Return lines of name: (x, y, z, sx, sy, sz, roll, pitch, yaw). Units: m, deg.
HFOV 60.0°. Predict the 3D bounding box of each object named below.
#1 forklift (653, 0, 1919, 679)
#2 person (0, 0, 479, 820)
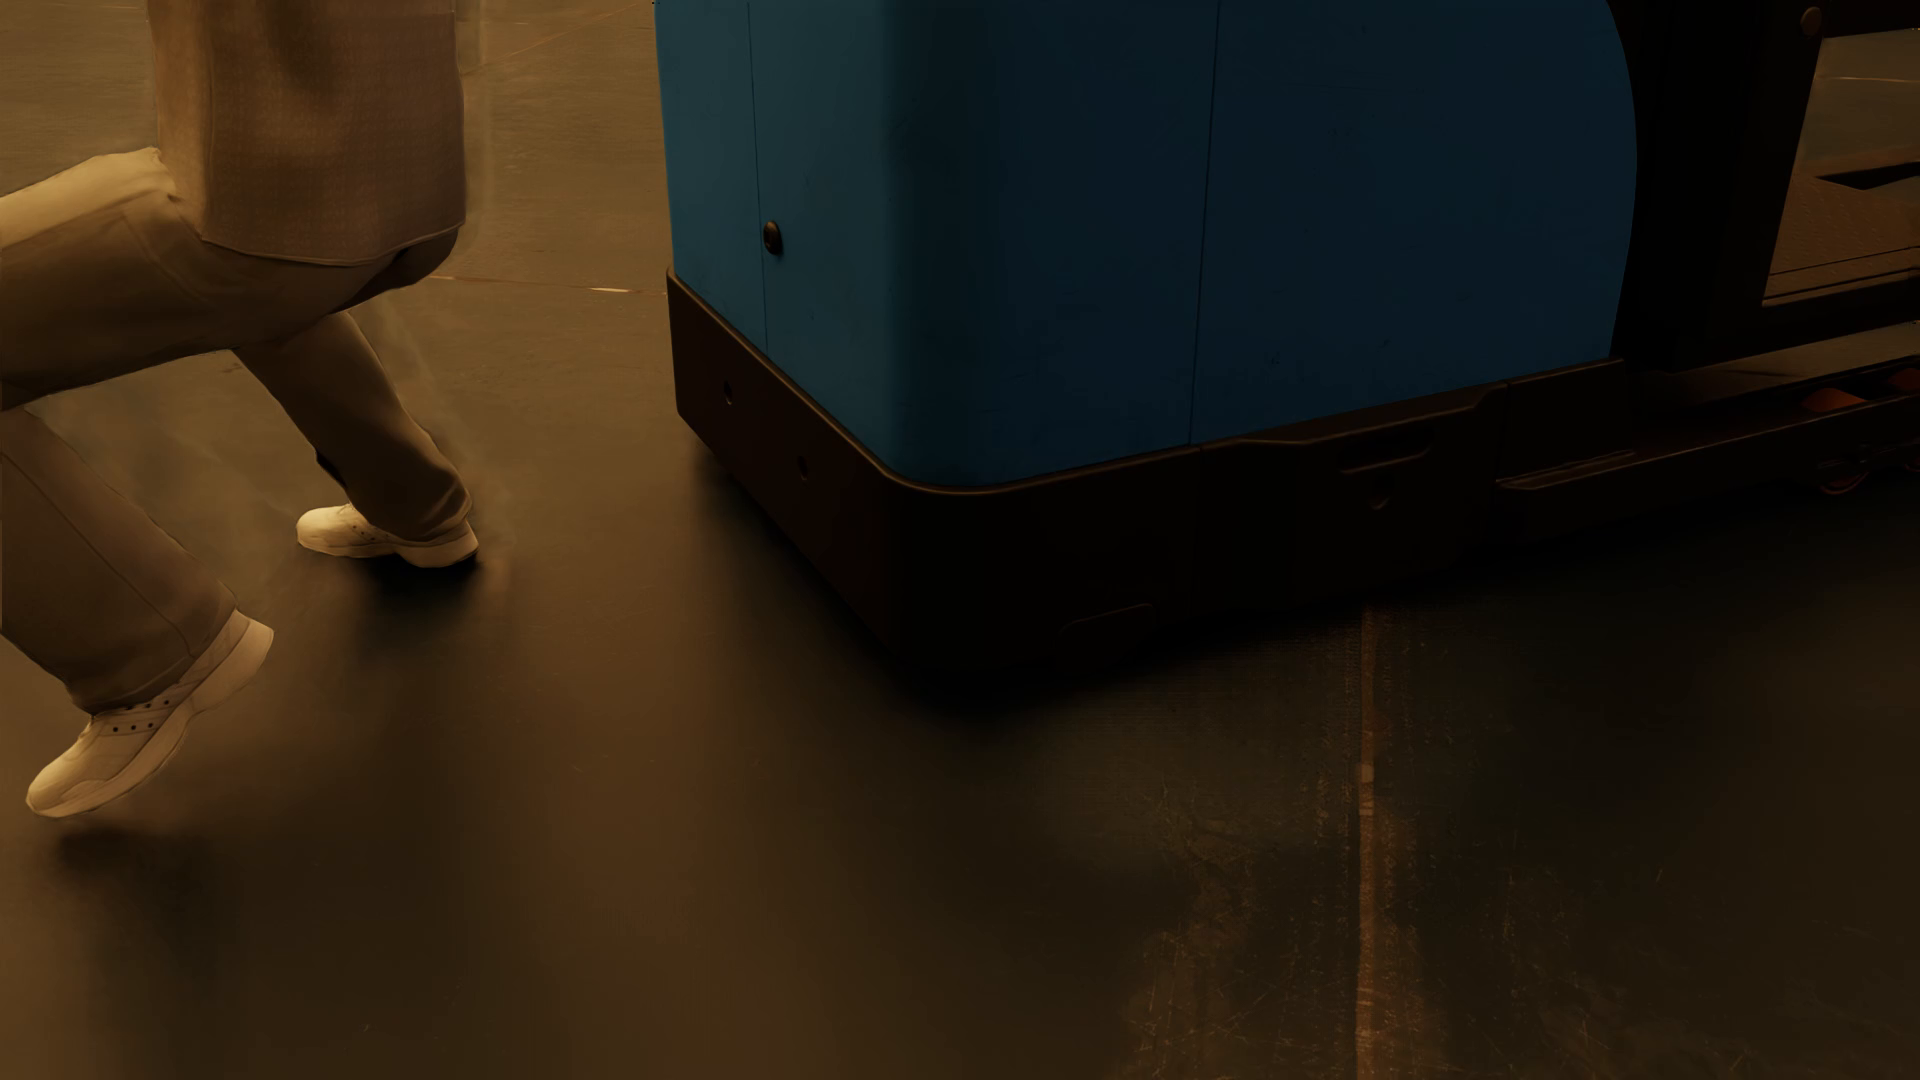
forklift: (1.083, -1.580, 2.378, 3.031, 2.935, 1.130, -12, 29, -23)
person: (-0.861, -0.448, 1.802, 0.690, 1.454, 0.884, 6, 27, 12)
